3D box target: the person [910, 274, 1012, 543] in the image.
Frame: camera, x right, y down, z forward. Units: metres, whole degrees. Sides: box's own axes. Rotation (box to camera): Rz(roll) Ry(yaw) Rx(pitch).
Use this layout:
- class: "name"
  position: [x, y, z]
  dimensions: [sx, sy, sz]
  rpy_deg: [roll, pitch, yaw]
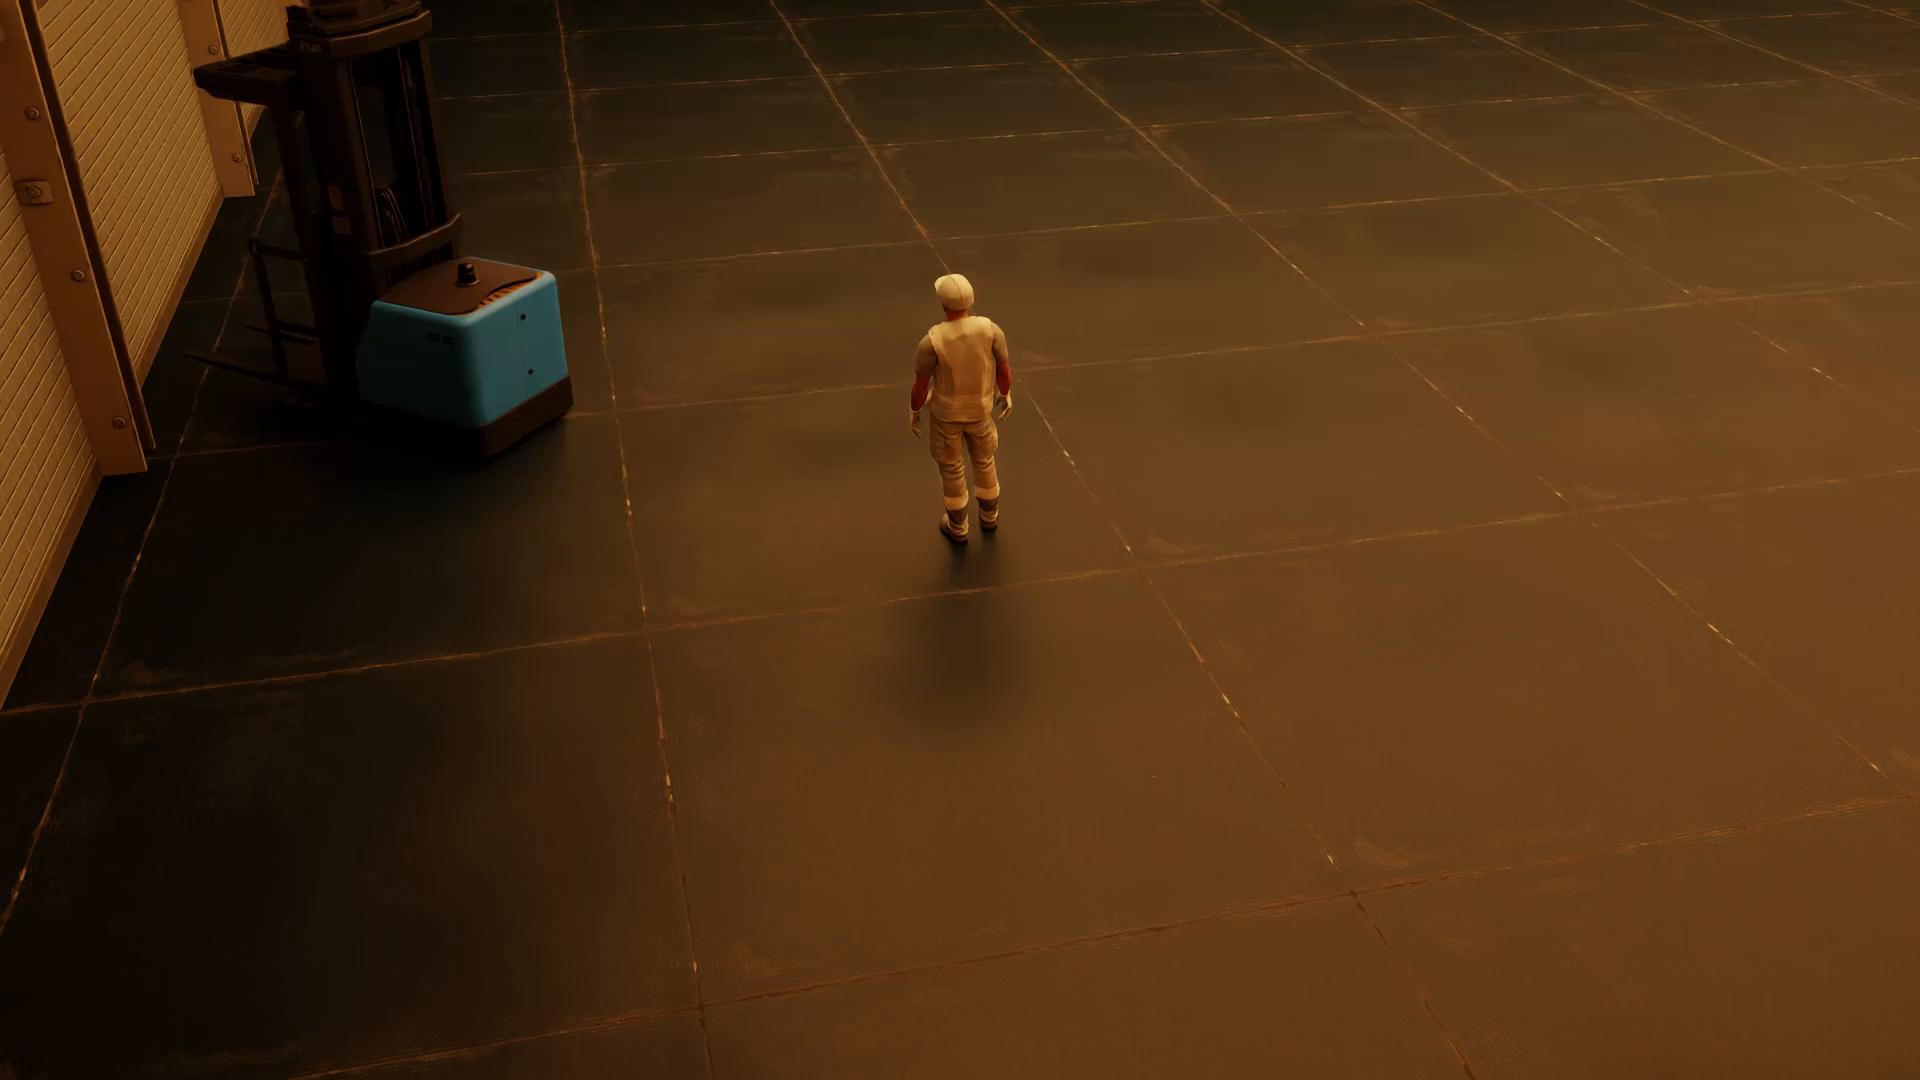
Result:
- class: "person"
  position: [-0.006, -0.821, 10.118]
  dimensions: [0.637, 1.787, 0.564]
  rpy_deg: [-7, 31, -12]

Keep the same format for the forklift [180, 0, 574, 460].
- class: "forklift"
  position: [-4.357, -2.308, 11.561]
  dimensions: [3.031, 2.935, 1.130]
  rpy_deg: [14, 33, 22]
